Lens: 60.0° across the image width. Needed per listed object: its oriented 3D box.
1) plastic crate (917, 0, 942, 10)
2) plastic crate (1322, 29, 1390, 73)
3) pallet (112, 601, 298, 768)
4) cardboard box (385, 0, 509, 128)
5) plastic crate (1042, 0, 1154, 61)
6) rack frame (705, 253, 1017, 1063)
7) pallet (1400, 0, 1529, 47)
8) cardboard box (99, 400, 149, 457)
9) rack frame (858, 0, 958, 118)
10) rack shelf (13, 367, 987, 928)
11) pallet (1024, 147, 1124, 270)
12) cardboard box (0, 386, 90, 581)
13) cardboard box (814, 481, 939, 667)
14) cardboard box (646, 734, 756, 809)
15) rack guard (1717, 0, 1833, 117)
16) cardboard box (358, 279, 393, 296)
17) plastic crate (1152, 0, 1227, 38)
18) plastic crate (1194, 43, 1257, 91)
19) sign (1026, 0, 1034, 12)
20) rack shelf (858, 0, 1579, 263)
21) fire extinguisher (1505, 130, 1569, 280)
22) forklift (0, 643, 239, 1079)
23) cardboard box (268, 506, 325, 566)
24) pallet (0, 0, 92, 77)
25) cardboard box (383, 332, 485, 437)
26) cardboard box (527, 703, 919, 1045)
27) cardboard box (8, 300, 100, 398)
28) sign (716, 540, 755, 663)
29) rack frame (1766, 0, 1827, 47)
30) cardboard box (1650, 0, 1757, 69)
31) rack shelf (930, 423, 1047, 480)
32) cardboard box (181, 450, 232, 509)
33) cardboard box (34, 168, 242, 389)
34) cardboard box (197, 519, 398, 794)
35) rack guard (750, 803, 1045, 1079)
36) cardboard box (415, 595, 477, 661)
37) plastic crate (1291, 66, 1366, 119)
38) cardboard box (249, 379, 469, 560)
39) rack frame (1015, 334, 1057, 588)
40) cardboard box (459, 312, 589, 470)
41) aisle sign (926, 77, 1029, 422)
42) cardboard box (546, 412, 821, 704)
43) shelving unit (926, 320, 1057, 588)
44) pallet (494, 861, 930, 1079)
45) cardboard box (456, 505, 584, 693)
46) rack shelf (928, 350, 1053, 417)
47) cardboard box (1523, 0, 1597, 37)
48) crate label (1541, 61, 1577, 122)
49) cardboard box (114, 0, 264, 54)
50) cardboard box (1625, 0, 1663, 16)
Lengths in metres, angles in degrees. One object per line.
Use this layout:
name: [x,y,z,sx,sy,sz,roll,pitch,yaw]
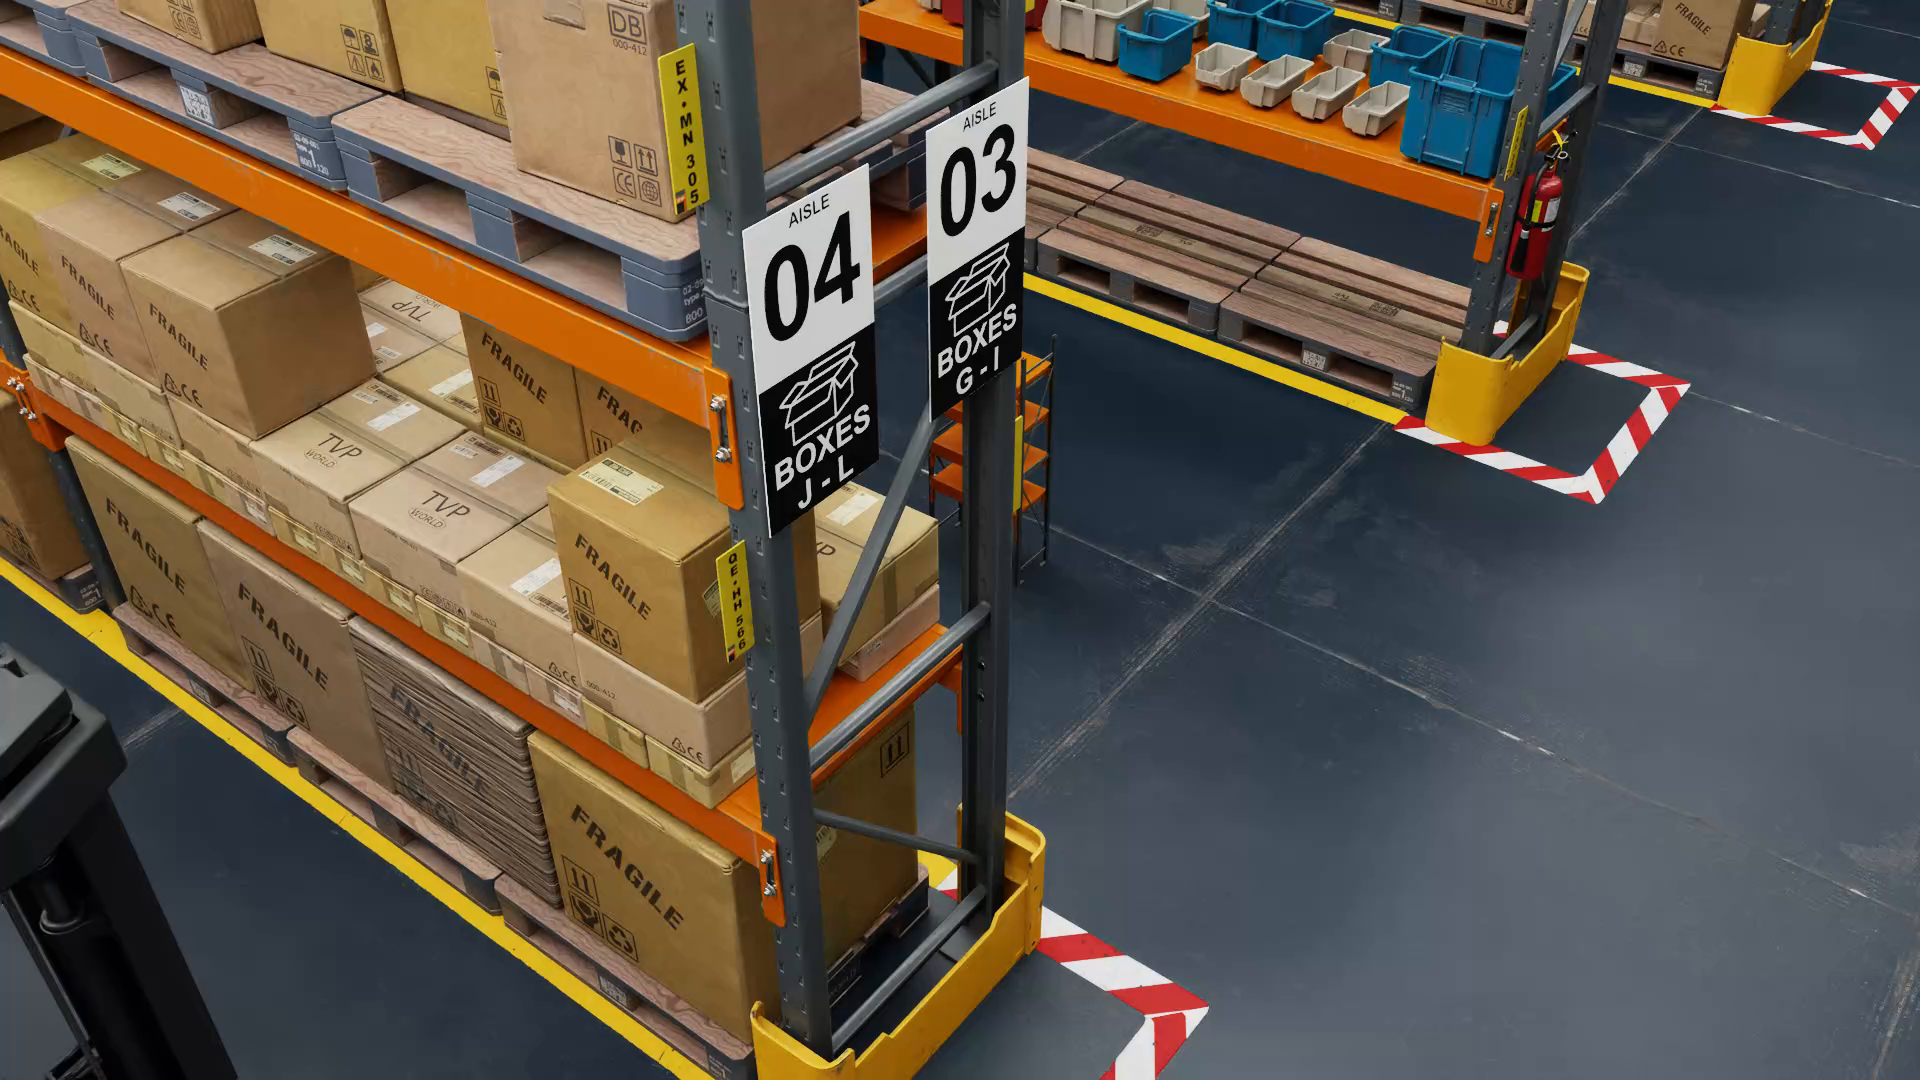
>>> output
plastic crate: [-0.080,-3.161,9.519,0.243,0.136,0.396,25,45,29]
plastic crate: [2.075,-2.575,8.771,0.298,0.136,0.250,25,45,29]
pallet: [-2.816,0.361,7.117,1.213,0.211,1.003,25,45,29]
cardboard box: [-1.014,-1.425,4.201,0.500,0.500,0.700,24,44,27]
plastic crate: [0.738,-2.800,8.941,0.530,0.282,0.437,25,45,29]
rack frame: [-0.195,0.438,4.757,0.127,3.000,1.000,25,45,29]
pallet: [4.167,-4.097,12.812,1.213,0.211,1.003,25,45,29]
cardboard box: [-2.921,-0.491,6.147,0.250,0.149,0.380,27,45,30]
rack frame: [-0.363,-3.485,9.768,0.127,3.000,1.000,25,45,29]
rack shelf: [-1.784,-0.028,5.936,4.000,0.370,1.077,25,45,29]
pallet: [0.245,-2.131,10.300,1.213,0.211,1.003,25,45,29]
cardboard box: [-3.893,-0.619,7.490,0.875,0.875,1.225,25,45,29]
cardboard box: [-0.412,0.068,5.110,0.500,0.250,0.500,24,44,27]
cardboard box: [-0.678,0.565,4.799,0.250,0.149,0.380,26,45,29]
rack guard: [5.766,-3.455,11.758,0.348,0.500,1.175,25,45,29]
cardboard box: [-2.449,-0.889,6.332,0.500,0.250,0.500,27,45,30]
plastic crate: [1.203,-2.900,9.186,0.466,0.136,0.293,25,45,29]
plastic crate: [1.352,-2.433,8.590,0.250,0.136,0.298,25,45,29]
sign: [0.147,-1.388,3.883,0.005,0.325,0.100,25,45,29]
rack shelf: [1.226,-2.453,9.033,4.000,0.370,1.077,25,45,29]
fire extinguisher: [2.658,-1.531,7.637,0.183,0.674,0.296,25,45,29]
forklift: [-2.320,1.301,3.711,3.031,2.935,1.130,24,44,28]
cardboard box: [-2.100,-0.104,5.654,0.250,0.149,0.380,24,44,27]
pallet: [-2.729,-1.895,5.375,1.213,0.211,1.003,25,45,29]
cardboard box: [-1.644,-0.506,5.844,0.500,0.250,0.500,24,44,28]
cardboard box: [-0.752,0.909,5.539,0.875,0.875,0.875,25,45,29]
cardboard box: [-3.158,-0.814,6.237,0.500,0.250,0.500,24,44,28]
sign: [-0.536,0.149,3.994,0.005,0.325,0.100,25,45,29]
rack frame: [5.826,-4.411,10.951,0.127,3.000,1.000,25,45,29]
cardboard box: [5.245,-3.683,11.692,0.500,0.500,0.500,25,45,29]
rack shelf: [0.131,-0.357,7.342,0.480,0.148,0.258,25,45,29]
cardboard box: [-2.508,-0.297,5.900,0.250,0.149,0.380,25,44,28]
cardboard box: [-2.761,-0.920,5.764,0.500,0.500,0.500,25,45,29]
cardboard box: [-2.182,0.235,6.400,0.875,0.875,0.875,25,45,29]
rack guard: [-0.176,1.431,5.516,0.348,0.500,1.175,25,45,29]
cardboard box: [-1.490,0.183,5.287,0.250,0.149,0.380,24,44,28]
plastic crate: [1.835,-2.239,8.342,0.243,0.136,0.396,25,45,29]
cardboard box: [-1.964,-0.245,5.510,0.500,0.250,0.500,25,45,29]
rack frame: [0.325,-0.319,7.184,0.015,1.200,0.240,25,45,29]
cardboard box: [-1.224,-0.605,5.362,0.500,0.500,0.500,24,44,27]
aisle sign: [0.044,-0.705,4.109,0.004,0.787,0.394,25,45,29]
cardboard box: [-0.742,0.031,4.549,0.500,0.500,0.500,26,45,29]
shelving unit: [0.131,-0.410,7.301,0.503,1.200,0.258,25,45,29]
pallet: [-0.878,1.275,5.950,1.213,0.211,1.003,25,45,29]
cardboard box: [-1.144,0.138,5.021,0.500,0.250,0.500,24,44,28]
rack shelf: [0.131,-0.720,7.059,0.480,0.148,0.258,25,45,29]
cardboard box: [4.508,-3.955,12.242,0.500,0.250,0.500,25,45,29]
crate label: [2.818,-2.198,8.212,0.303,0.233,0.416,25,45,29]
cardboard box: [-1.961,-1.753,4.619,0.500,0.500,0.700,27,46,30]
cardboard box: [5.170,-4.032,12.340,0.500,0.250,0.500,25,45,29]
